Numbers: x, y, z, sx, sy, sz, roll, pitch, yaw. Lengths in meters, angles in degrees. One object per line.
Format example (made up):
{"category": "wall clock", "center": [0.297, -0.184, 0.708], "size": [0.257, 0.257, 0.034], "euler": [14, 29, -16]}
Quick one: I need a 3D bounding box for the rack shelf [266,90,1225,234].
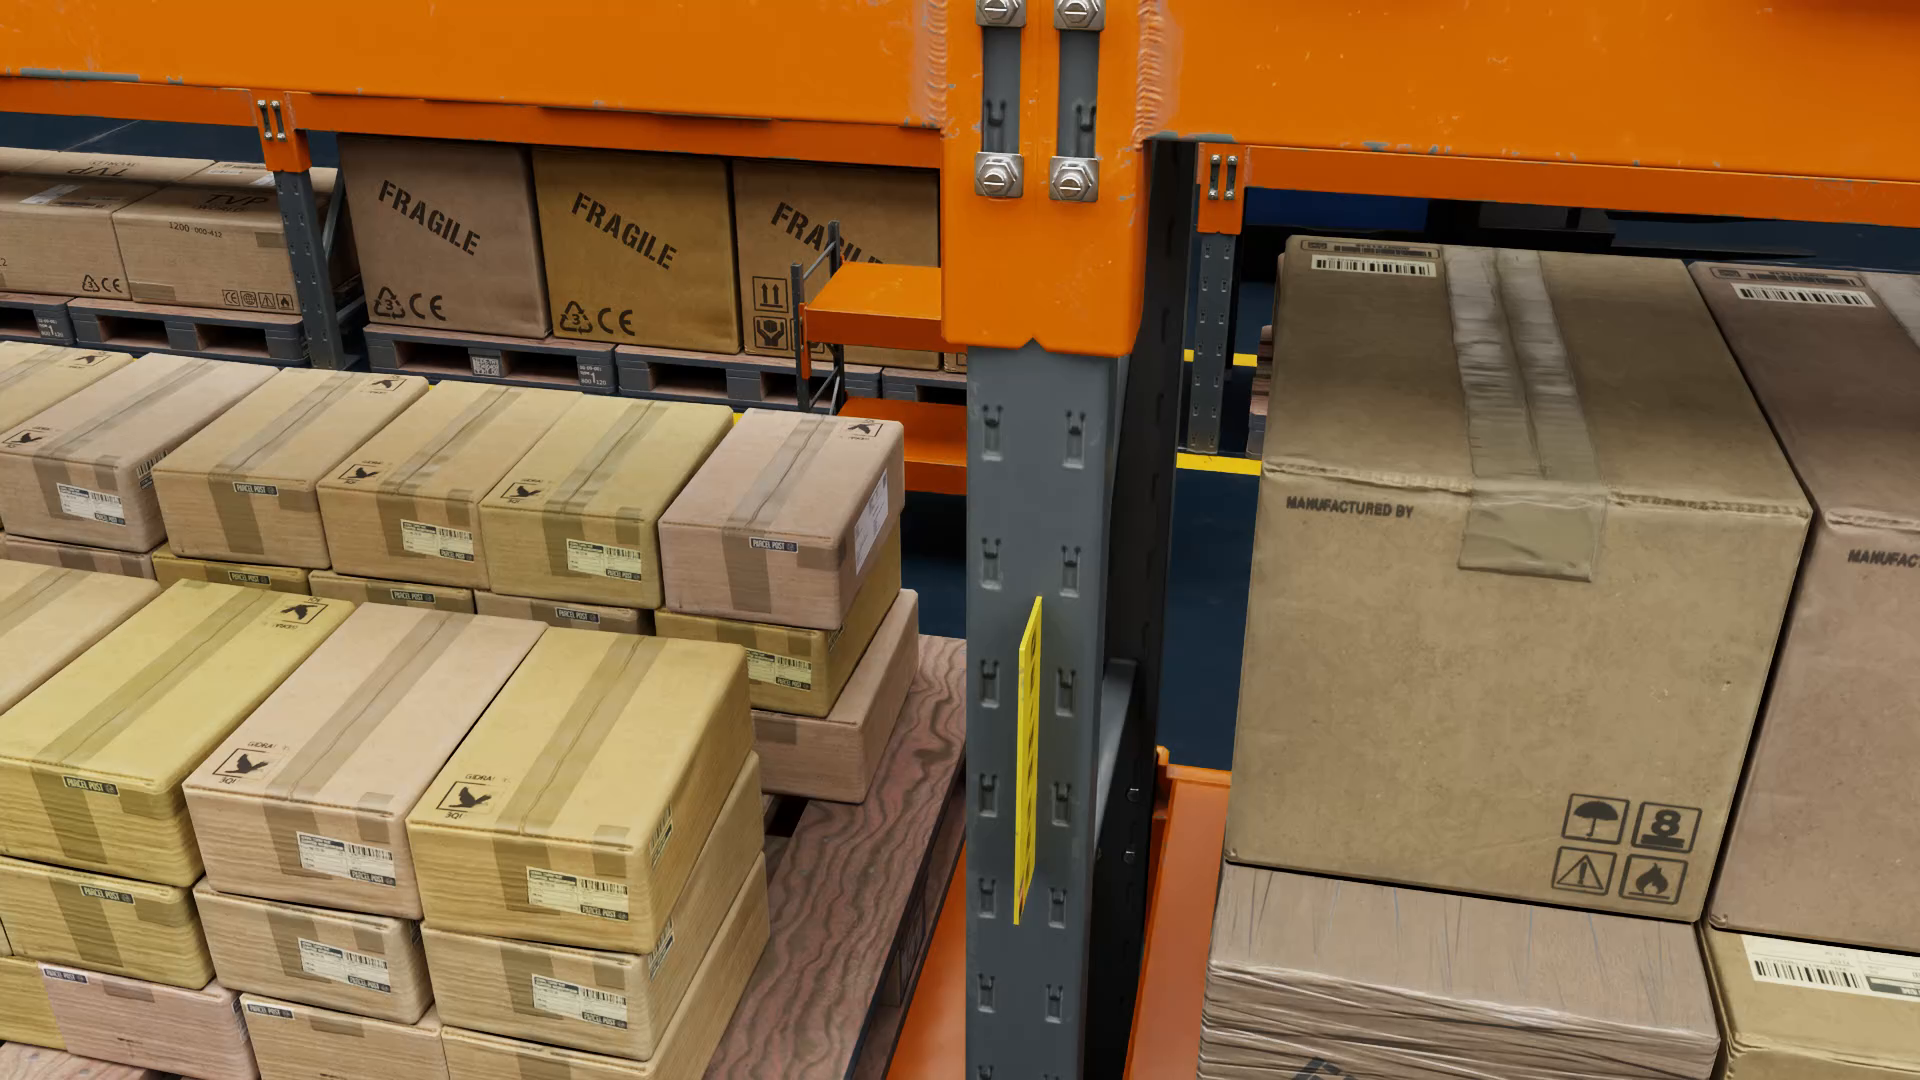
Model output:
{"category": "rack shelf", "center": [-0.851, -1.786, 7.138], "size": [4.000, 0.370, 1.077], "euler": [6, 29, 11]}

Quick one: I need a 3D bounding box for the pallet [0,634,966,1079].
{"category": "pallet", "center": [-0.549, 0.496, 2.420], "size": [1.003, 0.211, 1.213], "euler": [6, 29, 11]}

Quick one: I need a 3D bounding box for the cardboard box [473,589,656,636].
{"category": "cardboard box", "center": [-0.527, 0.060, 2.531], "size": [0.250, 0.149, 0.380], "euler": [7, 30, 13]}

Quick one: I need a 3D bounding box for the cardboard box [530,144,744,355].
{"category": "cardboard box", "center": [-1.299, -1.443, 7.538], "size": [0.875, 0.875, 0.875], "euler": [7, 29, 12]}

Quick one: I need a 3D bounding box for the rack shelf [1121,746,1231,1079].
{"category": "rack shelf", "center": [2.126, 0.950, 2.141], "size": [4.000, 0.370, 1.077], "euler": [6, 29, 11]}

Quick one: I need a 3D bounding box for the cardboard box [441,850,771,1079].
{"category": "cardboard box", "center": [-0.408, 0.526, 1.990], "size": [0.250, 0.149, 0.380], "euler": [6, 29, 11]}

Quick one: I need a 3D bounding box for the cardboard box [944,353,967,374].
{"category": "cardboard box", "center": [0.447, -1.262, 7.206], "size": [0.875, 0.875, 0.875], "euler": [6, 29, 10]}

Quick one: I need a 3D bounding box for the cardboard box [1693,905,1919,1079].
{"category": "cardboard box", "center": [1.050, 0.611, 1.906], "size": [0.500, 0.500, 0.500], "euler": [6, 29, 10]}

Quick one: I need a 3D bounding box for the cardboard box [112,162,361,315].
{"category": "cardboard box", "center": [-3.399, -1.476, 8.053], "size": [0.875, 0.438, 0.875], "euler": [5, 29, 10]}

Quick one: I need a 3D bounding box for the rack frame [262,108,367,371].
{"category": "rack frame", "center": [-2.807, -2.302, 7.332], "size": [0.127, 3.000, 1.000], "euler": [6, 29, 11]}

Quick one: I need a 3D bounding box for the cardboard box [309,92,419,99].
{"category": "cardboard box", "center": [-2.432, -2.069, 7.061], "size": [0.500, 0.250, 0.500], "euler": [5, 29, 9]}

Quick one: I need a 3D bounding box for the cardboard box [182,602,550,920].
{"category": "cardboard box", "center": [-0.650, 0.238, 1.896], "size": [0.250, 0.149, 0.380], "euler": [6, 29, 10]}

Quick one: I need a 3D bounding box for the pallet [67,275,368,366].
{"category": "pallet", "center": [-3.534, -1.192, 8.208], "size": [1.213, 0.211, 1.003], "euler": [6, 29, 11]}

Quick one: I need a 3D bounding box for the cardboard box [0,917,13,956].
{"category": "cardboard box", "center": [-1.172, 0.317, 2.062], "size": [0.250, 0.149, 0.380], "euler": [6, 29, 11]}

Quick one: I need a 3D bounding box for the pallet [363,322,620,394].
{"category": "pallet", "center": [-2.037, -1.037, 7.925], "size": [1.213, 0.211, 1.003], "euler": [6, 29, 11]}

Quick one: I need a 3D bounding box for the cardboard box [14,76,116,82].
{"category": "cardboard box", "center": [-3.818, -2.322, 7.263], "size": [0.500, 0.500, 0.500], "euler": [5, 29, 9]}

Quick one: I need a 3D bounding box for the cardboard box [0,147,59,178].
{"category": "cardboard box", "center": [-5.156, -1.657, 8.384], "size": [0.875, 0.438, 0.875], "euler": [7, 29, 12]}

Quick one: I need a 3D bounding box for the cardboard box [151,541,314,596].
{"category": "cardboard box", "center": [-1.035, 0.010, 2.623], "size": [0.250, 0.149, 0.380], "euler": [6, 29, 11]}

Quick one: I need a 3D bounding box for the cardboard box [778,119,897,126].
{"category": "cardboard box", "center": [-0.436, -1.866, 6.691], "size": [0.500, 0.250, 0.500], "euler": [6, 29, 10]}

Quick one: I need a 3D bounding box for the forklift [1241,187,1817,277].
{"category": "forklift", "center": [2.893, -2.798, 8.308], "size": [3.031, 2.935, 1.130], "euler": [4, 29, 7]}

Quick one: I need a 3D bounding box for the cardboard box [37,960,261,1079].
{"category": "cardboard box", "center": [-0.903, 0.475, 2.084], "size": [0.250, 0.149, 0.380], "euler": [6, 29, 11]}

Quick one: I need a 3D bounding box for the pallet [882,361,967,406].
{"category": "pallet", "center": [0.350, -0.793, 7.478], "size": [1.213, 0.211, 1.003], "euler": [6, 29, 11]}

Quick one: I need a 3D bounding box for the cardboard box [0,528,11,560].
{"category": "cardboard box", "center": [-1.520, -0.042, 2.718], "size": [0.250, 0.149, 0.380], "euler": [6, 29, 10]}

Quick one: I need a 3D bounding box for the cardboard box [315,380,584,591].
{"category": "cardboard box", "center": [-0.744, -0.091, 2.498], "size": [0.250, 0.149, 0.380], "euler": [6, 29, 10]}

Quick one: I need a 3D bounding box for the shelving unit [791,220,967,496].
{"category": "shelving unit", "center": [-0.007, -0.494, 5.981], "size": [1.048, 1.125, 0.538], "euler": [6, 29, 11]}

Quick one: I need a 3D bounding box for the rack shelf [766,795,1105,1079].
{"category": "rack shelf", "center": [-1.786, 0.549, 2.874], "size": [4.000, 0.370, 1.077], "euler": [6, 29, 11]}

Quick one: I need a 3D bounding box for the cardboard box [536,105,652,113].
{"category": "cardboard box", "center": [-1.428, -1.958, 6.860], "size": [0.500, 0.250, 0.500], "euler": [6, 29, 10]}

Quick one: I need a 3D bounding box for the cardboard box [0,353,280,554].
{"category": "cardboard box", "center": [-1.268, -0.144, 2.595], "size": [0.250, 0.149, 0.380], "euler": [7, 30, 13]}

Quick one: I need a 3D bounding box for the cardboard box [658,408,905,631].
{"category": "cardboard box", "center": [-0.246, -0.039, 2.403], "size": [0.250, 0.149, 0.380], "euler": [6, 29, 11]}

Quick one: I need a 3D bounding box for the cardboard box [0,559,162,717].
{"category": "cardboard box", "center": [-1.168, 0.187, 1.989], "size": [0.250, 0.149, 0.380], "euler": [7, 29, 12]}

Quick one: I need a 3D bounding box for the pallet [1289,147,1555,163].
{"category": "pallet", "center": [1.824, -1.796, 6.606], "size": [1.003, 0.211, 1.213], "euler": [6, 29, 11]}

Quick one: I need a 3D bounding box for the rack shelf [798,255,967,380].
{"category": "rack shelf", "center": [-0.007, -0.751, 5.841], "size": [1.000, 0.278, 0.538], "euler": [6, 29, 11]}

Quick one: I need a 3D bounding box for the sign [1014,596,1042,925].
{"category": "sign", "center": [0.066, 0.216, 1.608], "size": [0.005, 0.325, 0.100], "euler": [6, 29, 11]}

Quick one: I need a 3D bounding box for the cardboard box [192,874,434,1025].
{"category": "cardboard box", "center": [-0.670, 0.367, 1.970], "size": [0.250, 0.149, 0.380], "euler": [7, 29, 12]}

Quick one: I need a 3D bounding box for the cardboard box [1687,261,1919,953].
{"category": "cardboard box", "center": [1.102, 0.051, 1.888], "size": [0.500, 0.500, 0.700], "euler": [5, 29, 10]}
